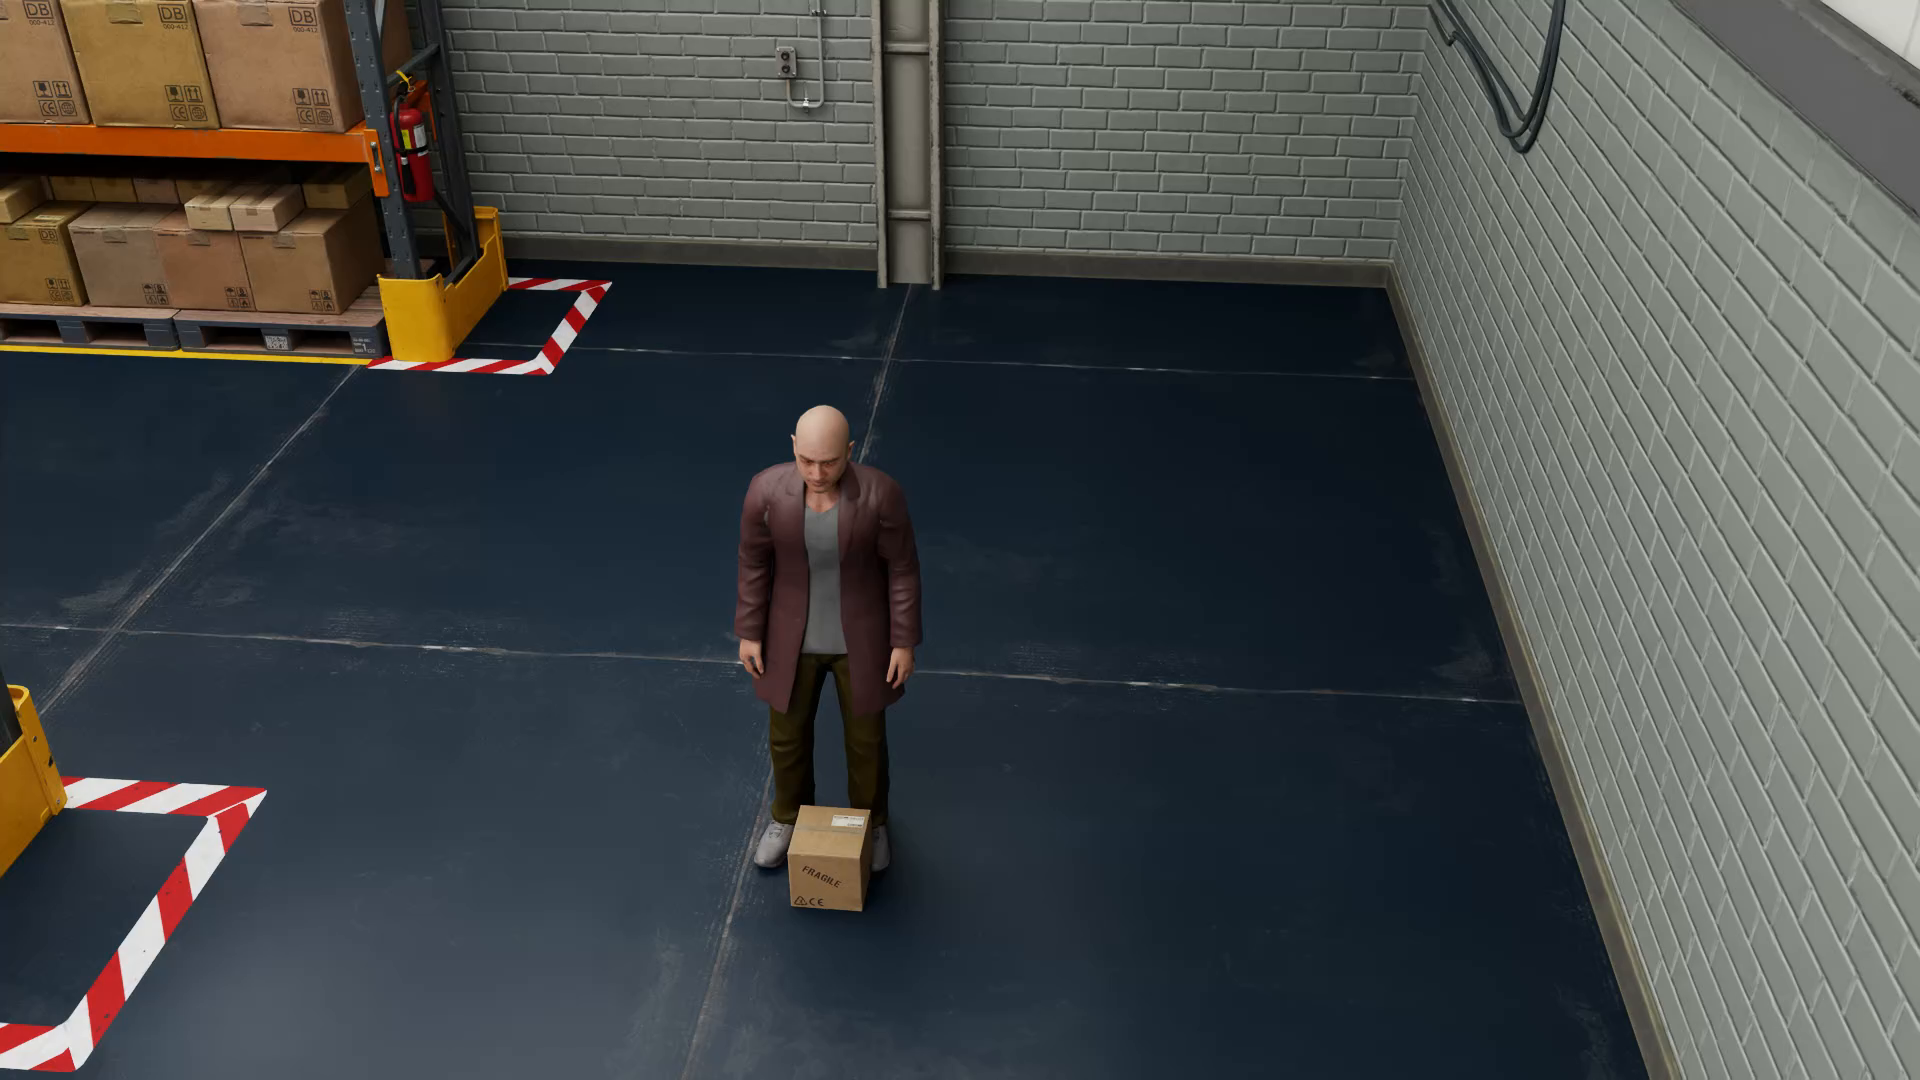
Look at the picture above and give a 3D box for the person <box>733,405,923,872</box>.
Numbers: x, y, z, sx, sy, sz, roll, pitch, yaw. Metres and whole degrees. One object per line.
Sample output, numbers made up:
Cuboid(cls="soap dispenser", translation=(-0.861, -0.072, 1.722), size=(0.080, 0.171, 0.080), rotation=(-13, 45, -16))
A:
Cuboid(cls="person", translation=(-0.442, 0.332, 5.608), size=(0.643, 1.774, 0.424), rotation=(3, 32, 4))
